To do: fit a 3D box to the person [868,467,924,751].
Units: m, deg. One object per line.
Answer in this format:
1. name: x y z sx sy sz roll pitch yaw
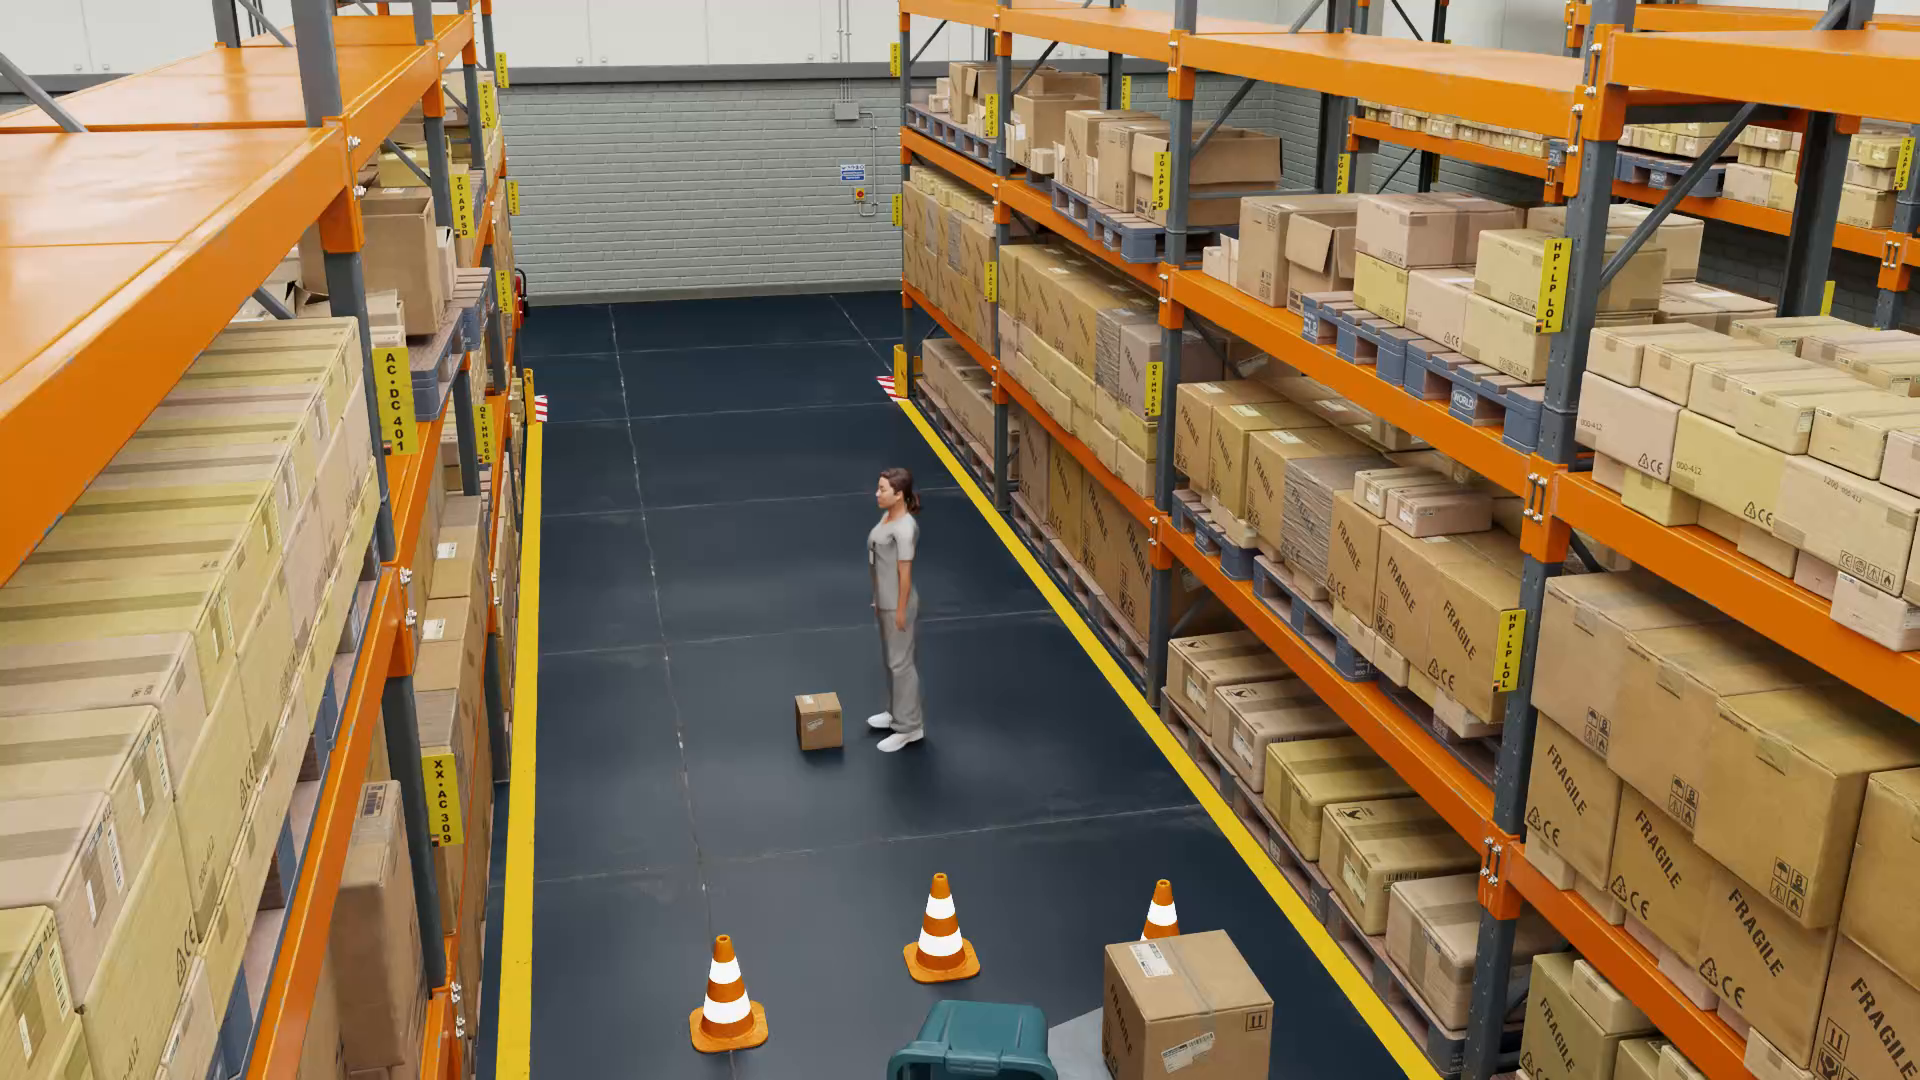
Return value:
1. person: -0.378 0.394 9.961 0.351 1.699 0.473 -4 20 -12
